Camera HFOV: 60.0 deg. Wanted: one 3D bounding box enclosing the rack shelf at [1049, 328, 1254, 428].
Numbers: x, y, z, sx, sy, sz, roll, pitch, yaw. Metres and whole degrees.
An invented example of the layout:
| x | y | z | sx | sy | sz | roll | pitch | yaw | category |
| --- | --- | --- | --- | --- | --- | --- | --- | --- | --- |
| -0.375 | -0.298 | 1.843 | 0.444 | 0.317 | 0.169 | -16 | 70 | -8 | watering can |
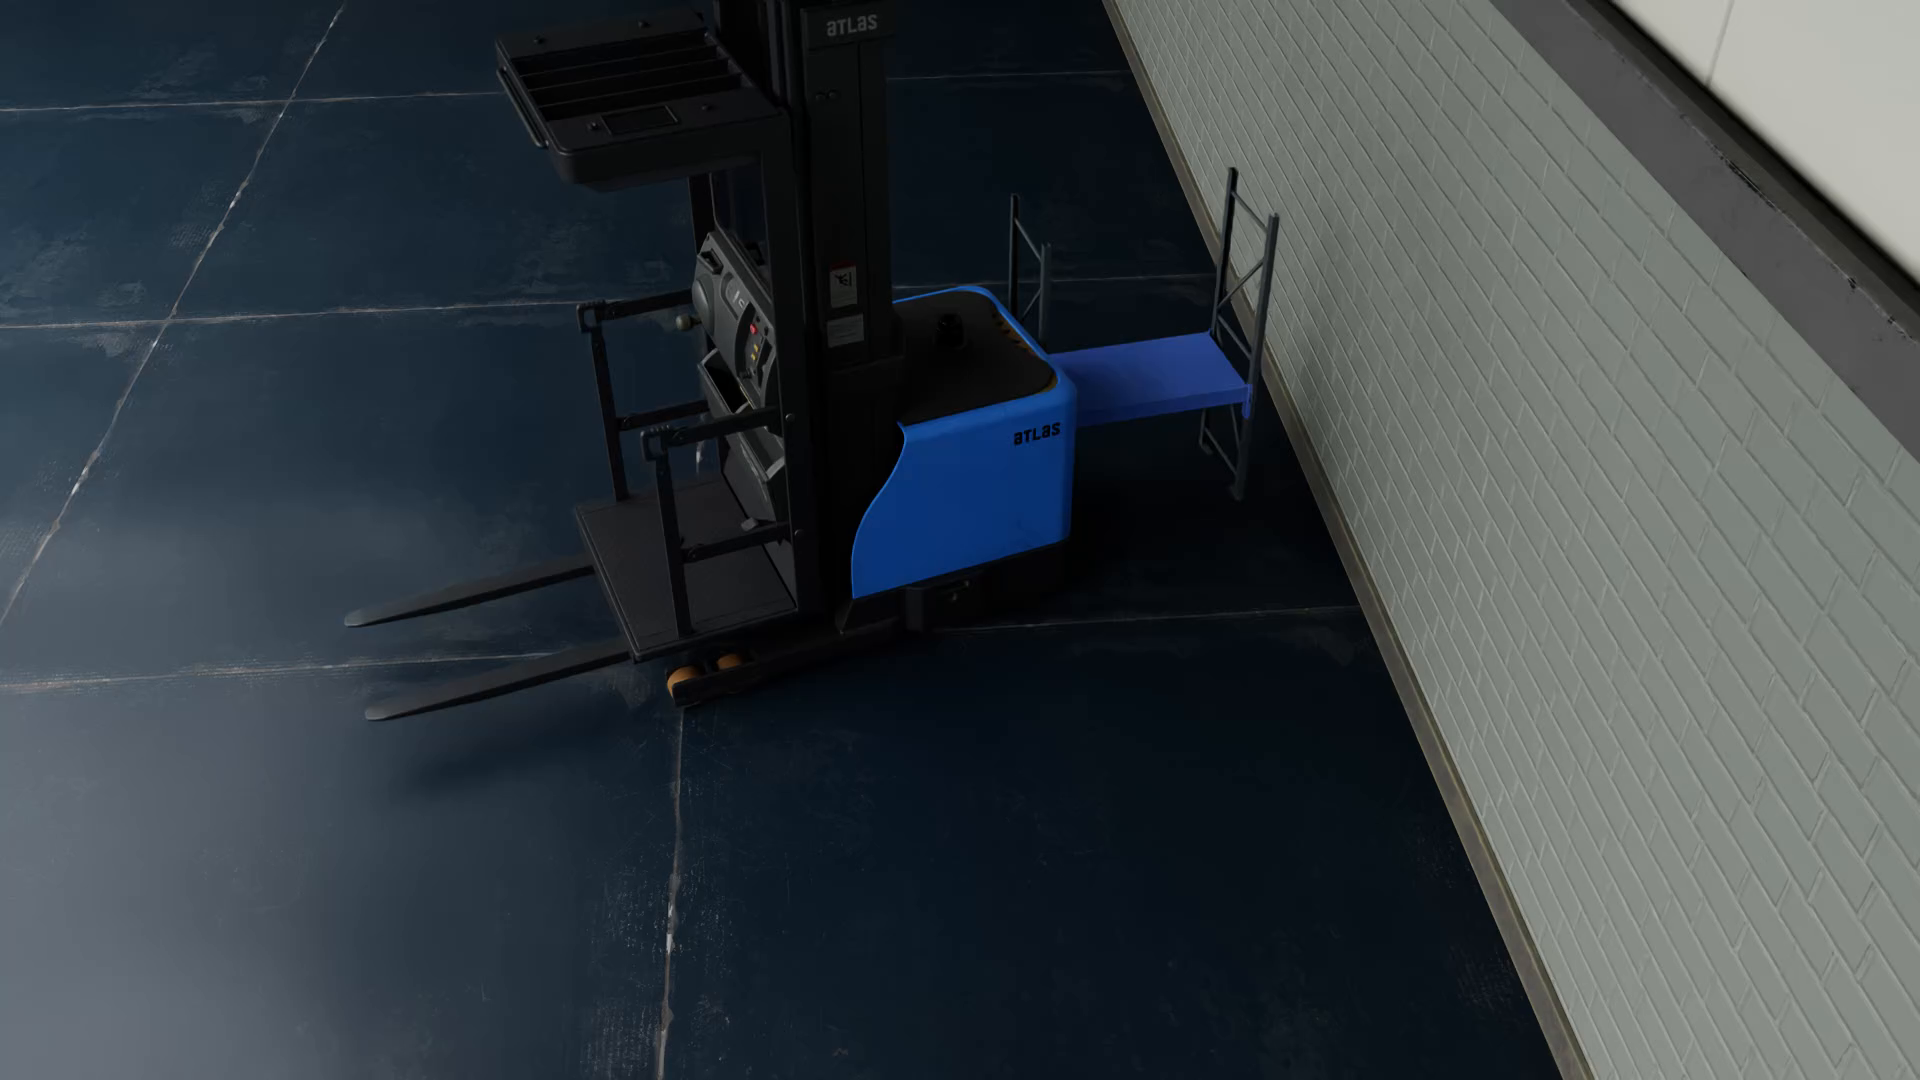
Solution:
| x | y | z | sx | sy | sz | roll | pitch | yaw | category |
| --- | --- | --- | --- | --- | --- | --- | --- | --- | --- |
| 0.790 | -0.709 | 7.728 | 1.000 | 0.185 | 0.538 | -9 | 39 | -12 | rack shelf |

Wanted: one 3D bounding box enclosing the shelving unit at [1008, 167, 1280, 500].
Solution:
| x | y | z | sx | sy | sz | roll | pitch | yaw | category |
| --- | --- | --- | --- | --- | --- | --- | --- | --- | --- |
| 0.790 | -0.850 | 7.617 | 1.048 | 1.500 | 0.538 | -9 | 39 | -12 | shelving unit |

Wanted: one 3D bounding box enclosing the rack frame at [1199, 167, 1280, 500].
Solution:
| x | y | z | sx | sy | sz | roll | pitch | yaw | category |
| --- | --- | --- | --- | --- | --- | --- | --- | --- | --- |
| 1.281 | -0.932 | 7.720 | 0.032 | 1.500 | 0.500 | -9 | 39 | -12 | rack frame |

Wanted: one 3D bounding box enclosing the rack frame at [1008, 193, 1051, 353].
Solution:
| x | y | z | sx | sy | sz | roll | pitch | yaw | category |
| --- | --- | --- | --- | --- | --- | --- | --- | --- | --- |
| 0.299 | -0.769 | 7.514 | 0.032 | 1.500 | 0.500 | -9 | 39 | -12 | rack frame |

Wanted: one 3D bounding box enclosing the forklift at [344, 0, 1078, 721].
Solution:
| x | y | z | sx | sy | sz | roll | pitch | yaw | category |
| --- | --- | --- | --- | --- | --- | --- | --- | --- | --- |
| -1.064 | -0.836 | 6.444 | 3.031 | 2.935 | 1.130 | -15 | 41 | -18 | forklift |
